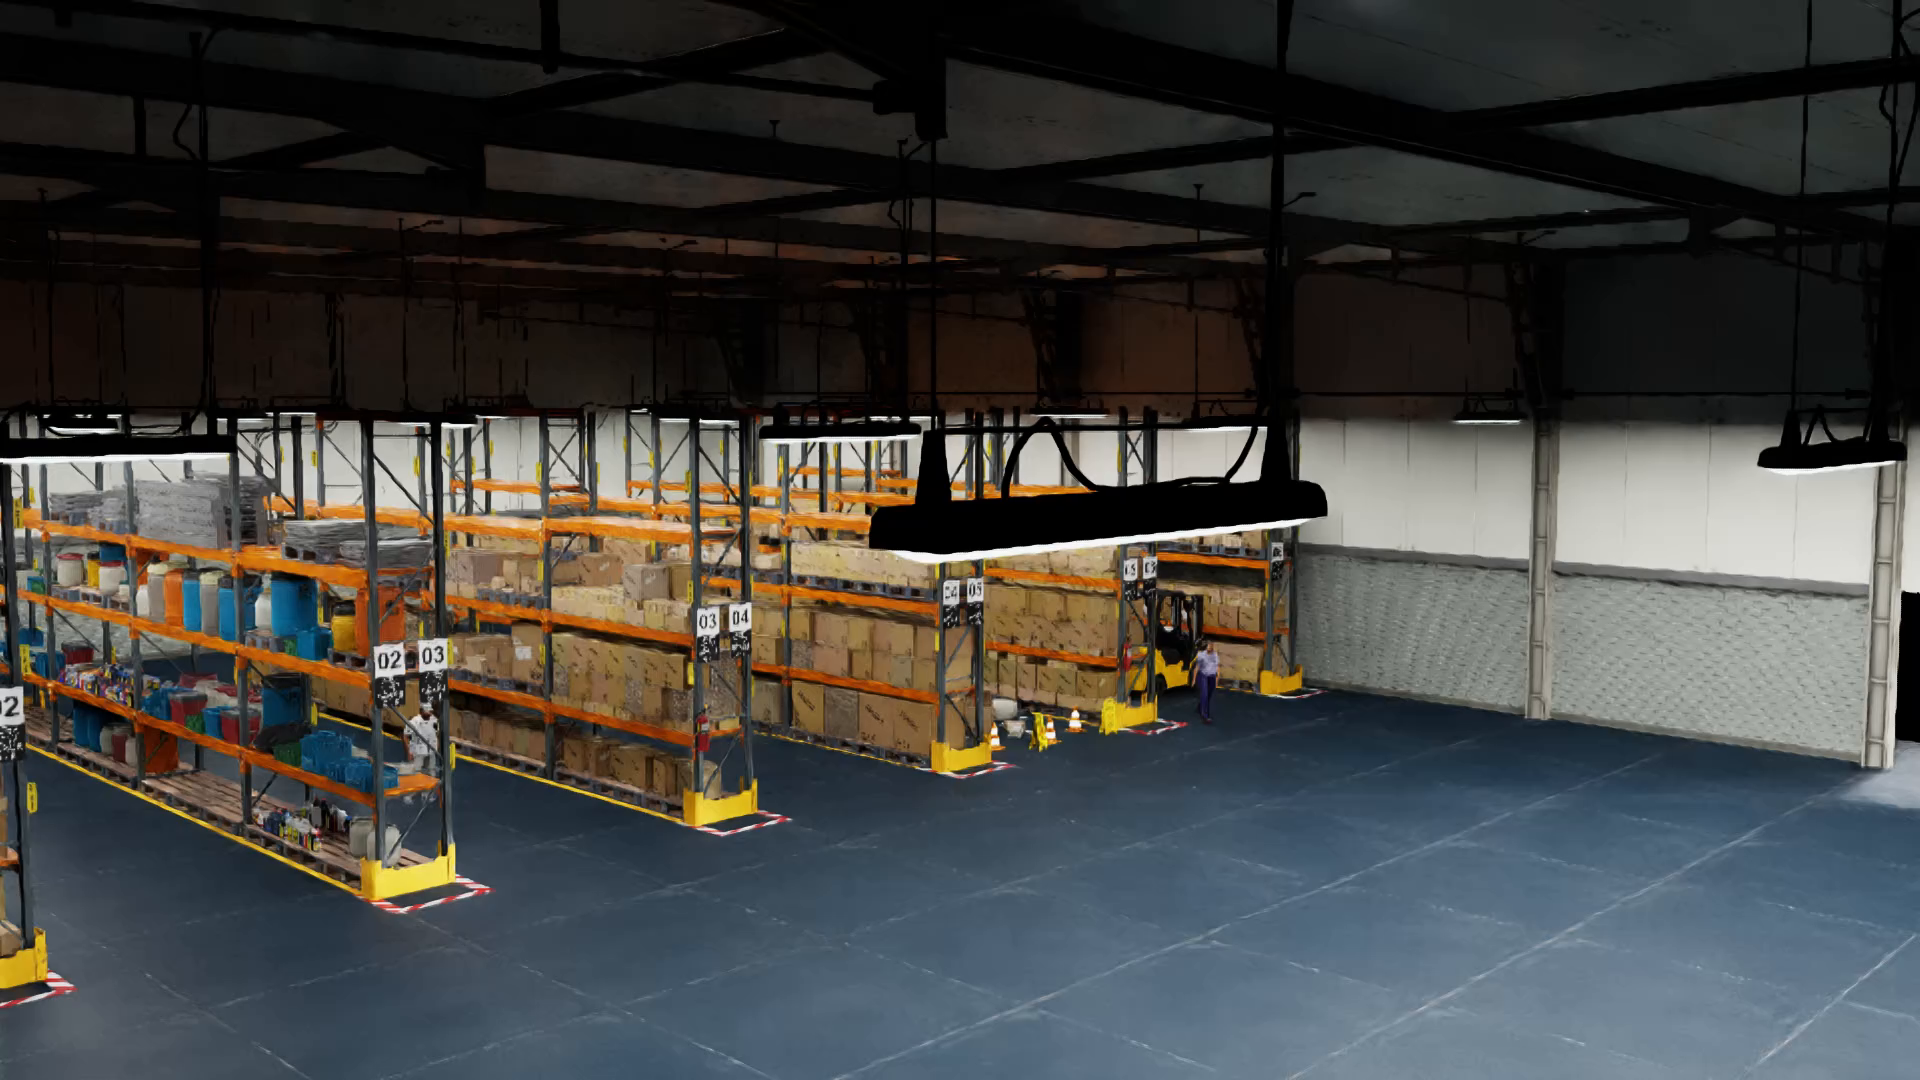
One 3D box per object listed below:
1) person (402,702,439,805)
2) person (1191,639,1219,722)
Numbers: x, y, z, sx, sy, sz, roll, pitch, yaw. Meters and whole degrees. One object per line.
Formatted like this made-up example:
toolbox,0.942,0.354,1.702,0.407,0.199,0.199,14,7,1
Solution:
person,-8.268,3.271,25.579,0.582,1.611,0.608,5,7,43
person,4.776,2.684,32.256,0.534,1.582,0.935,-2,6,-25
